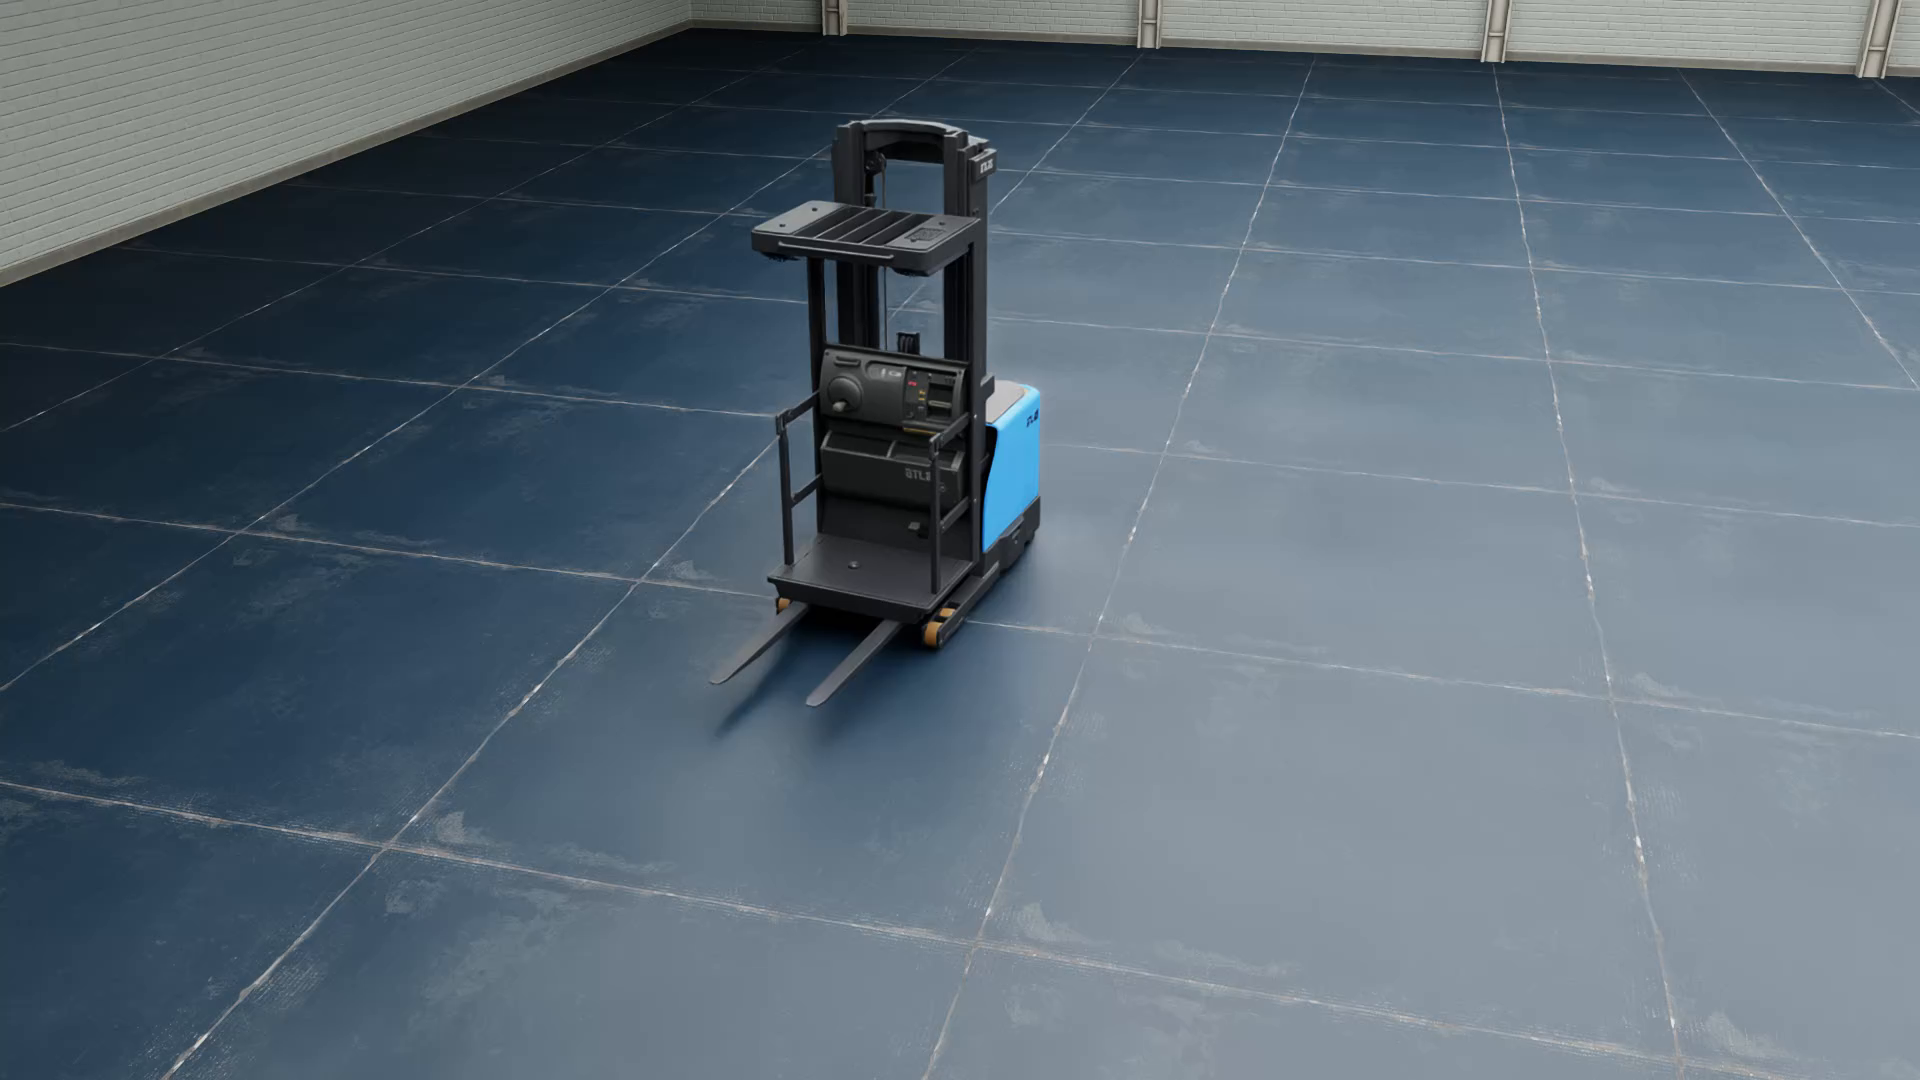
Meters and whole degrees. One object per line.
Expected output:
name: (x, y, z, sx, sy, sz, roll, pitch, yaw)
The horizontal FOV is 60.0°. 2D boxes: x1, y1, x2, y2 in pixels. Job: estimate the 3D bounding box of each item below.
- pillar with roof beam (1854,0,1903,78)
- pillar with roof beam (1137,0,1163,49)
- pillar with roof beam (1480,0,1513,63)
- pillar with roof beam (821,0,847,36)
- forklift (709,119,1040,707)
pillar with roof beam: (13.987, -9.953, 21.843, 0.400, 9.000, 9.100, 6, 26, 13)
pillar with roof beam: (2.365, -11.237, 24.542, 0.400, 9.000, 9.100, 6, 26, 13)
pillar with roof beam: (8.176, -10.595, 23.193, 0.400, 9.000, 9.100, 6, 26, 13)
pillar with roof beam: (-3.446, -11.880, 25.891, 0.400, 9.000, 9.100, 6, 26, 13)
forklift: (-0.496, -0.874, 9.834, 1.130, 2.935, 3.031, 10, 27, 21)
